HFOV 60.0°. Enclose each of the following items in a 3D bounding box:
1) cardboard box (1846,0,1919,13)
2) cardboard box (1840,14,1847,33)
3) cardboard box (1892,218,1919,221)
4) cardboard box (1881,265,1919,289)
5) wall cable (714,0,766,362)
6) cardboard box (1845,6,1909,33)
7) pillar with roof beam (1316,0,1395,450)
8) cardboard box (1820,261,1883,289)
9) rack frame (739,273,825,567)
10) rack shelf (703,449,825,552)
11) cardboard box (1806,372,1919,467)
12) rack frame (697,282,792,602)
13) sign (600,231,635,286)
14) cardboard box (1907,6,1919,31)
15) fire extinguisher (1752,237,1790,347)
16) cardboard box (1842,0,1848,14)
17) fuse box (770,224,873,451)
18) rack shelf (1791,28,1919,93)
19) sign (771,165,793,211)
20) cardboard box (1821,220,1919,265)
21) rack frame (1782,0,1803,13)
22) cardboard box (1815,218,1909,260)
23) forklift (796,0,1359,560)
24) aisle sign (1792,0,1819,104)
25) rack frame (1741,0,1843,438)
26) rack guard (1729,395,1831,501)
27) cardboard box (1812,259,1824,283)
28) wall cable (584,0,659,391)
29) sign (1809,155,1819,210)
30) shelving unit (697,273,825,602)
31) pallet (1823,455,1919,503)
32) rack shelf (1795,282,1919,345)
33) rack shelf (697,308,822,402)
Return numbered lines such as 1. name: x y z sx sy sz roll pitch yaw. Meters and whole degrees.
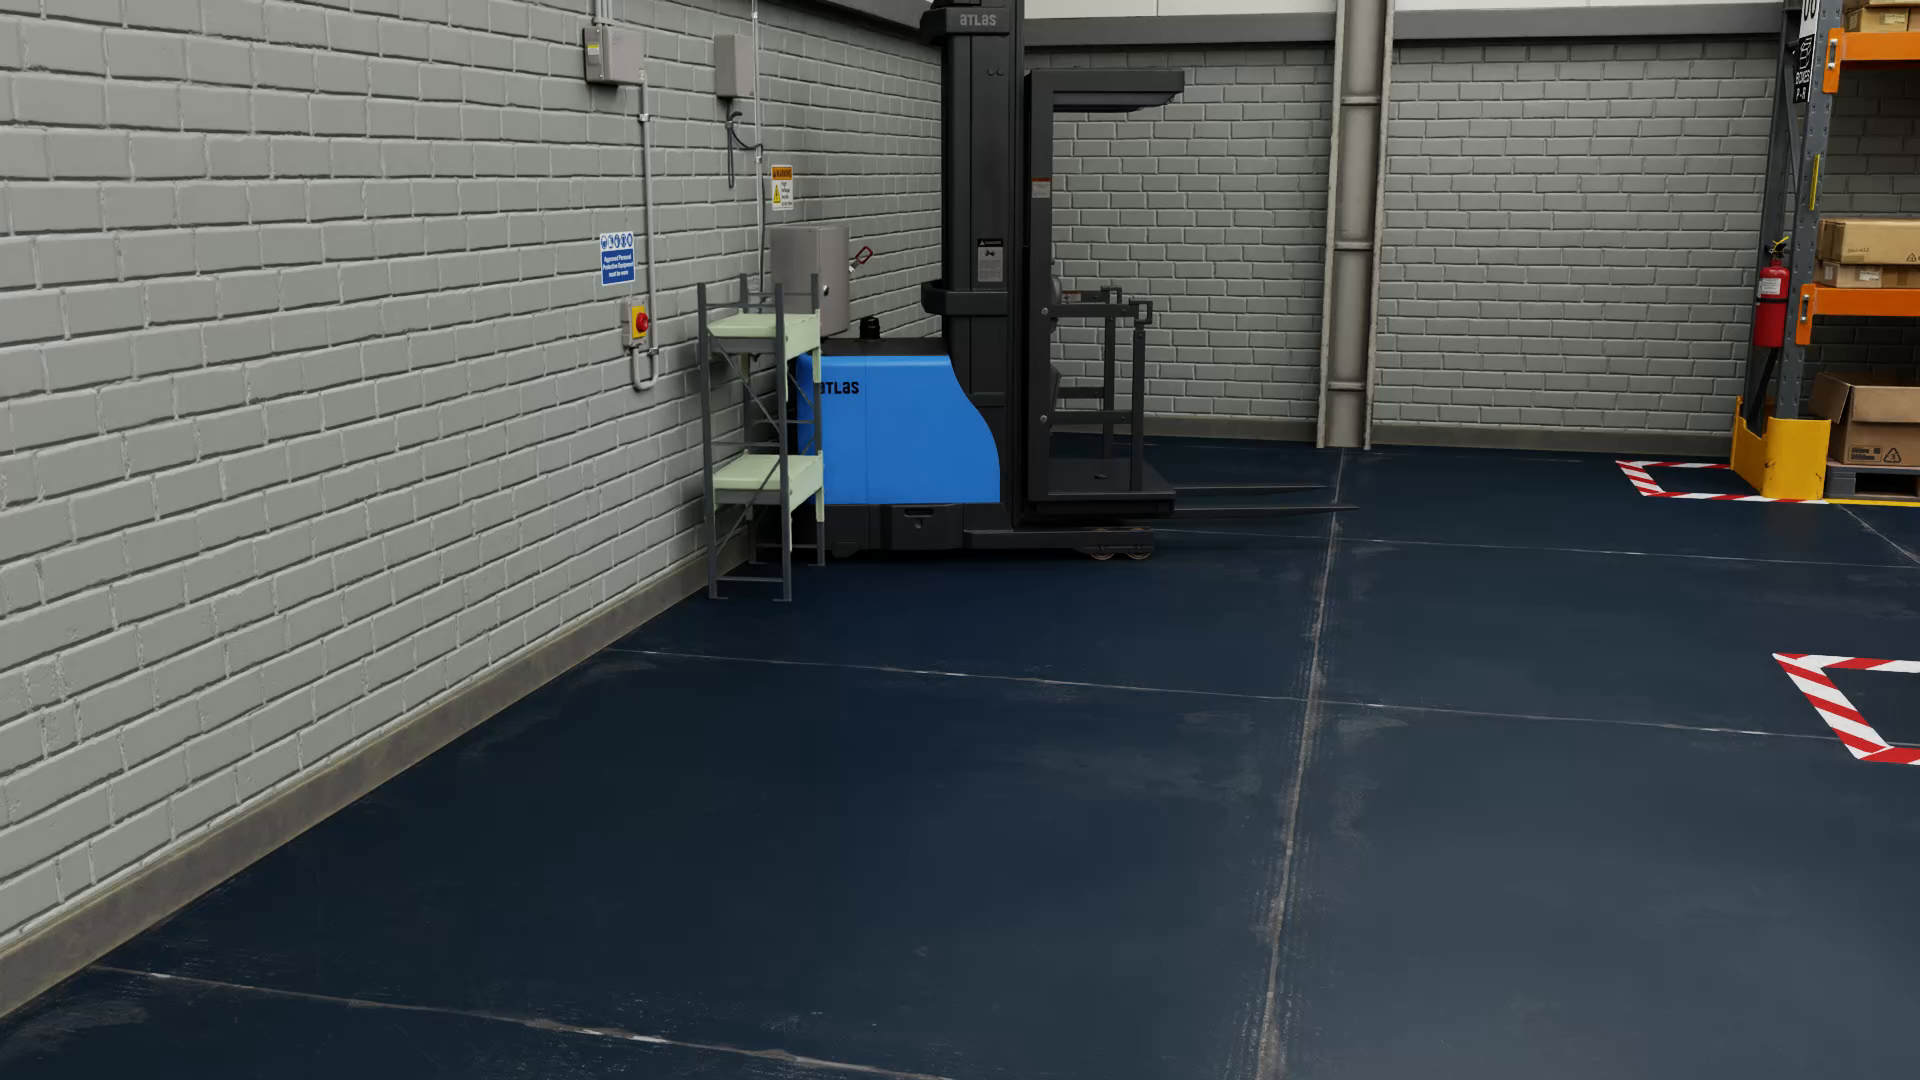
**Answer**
1. cardboard box: 5.633 -3.298 9.907 0.500 0.250 0.500 3 13 13
2. cardboard box: 5.633 -3.216 10.457 0.250 0.149 0.380 3 13 15
3. cardboard box: 6.278 -1.919 10.617 0.500 0.250 0.500 3 13 14
4. cardboard box: 5.779 -1.641 10.285 0.250 0.149 0.380 3 13 15
5. wall cable: -1.070 -1.881 8.439 0.122 1.984 0.588 3 13 14
6. cardboard box: 5.521 -3.118 10.018 0.250 0.149 0.380 3 13 15
7. pillar with roof beam: 1.834 -4.195 7.366 0.400 9.000 9.100 3 13 14
8. cardboard box: 5.521 -1.645 10.301 0.250 0.149 0.380 3 13 13
9. rack frame: -0.903 -0.602 8.479 0.400 1.500 0.023 2 13 8
10. rack shelf: -0.952 -0.205 8.196 0.431 0.370 0.720 2 13 8
11. cardboard box: 5.838 -0.777 10.603 0.637 0.503 0.797 3 13 11
12. rack frame: -1.004 -0.445 7.771 0.400 1.500 0.023 2 13 8
13. sign: -1.469 -1.211 7.141 0.001 0.218 0.327 3 13 14
14. cardboard box: 5.782 -3.110 9.982 0.250 0.149 0.380 3 13 15
15. fire extinguisher: 5.014 -1.533 10.256 0.183 0.674 0.296 3 13 14
16. cardboard box: 5.764 -3.413 10.424 0.500 0.250 0.500 3 13 13
17. fuse box: -0.753 -0.891 9.298 0.414 1.711 0.539 3 13 14
18. rack shelf: 7.209 -2.851 9.896 4.000 0.370 1.077 3 13 14
19. sign: -0.968 -1.922 9.065 0.001 0.242 0.339 3 13 14
20. cardboard box: 5.643 -1.834 10.233 0.500 0.250 0.500 3 13 14
21. rack frame: 5.267 -4.771 9.961 0.127 3.000 1.000 3 13 14
22. cardboard box: 5.778 -1.946 10.739 0.500 0.250 0.500 3 13 15
23. forklift: 0.628 -1.439 8.955 3.031 2.935 1.130 -1 13 -4
24. aisle sign: 5.131 -3.053 10.067 0.004 0.787 0.394 3 13 14
25. rack frame: 5.267 -1.842 10.611 0.127 3.000 1.000 3 13 14
26. rack guard: 5.341 -0.618 10.864 0.348 0.500 1.175 3 13 14
27. cardboard box: 5.653 -1.759 10.815 0.250 0.149 0.380 3 13 13
28. wall cable: -1.398 -1.597 7.088 0.123 1.953 0.585 3 13 14
29. sign: 5.138 -2.150 10.003 0.005 0.325 0.100 3 13 14
30. shelving unit: -0.954 -0.523 8.125 0.431 1.500 0.755 2 13 8
31. pallet: 6.115 -0.435 10.709 1.213 0.211 1.003 3 13 14
32. rack shelf: 7.209 -1.387 10.221 4.000 0.370 1.077 3 13 14
33. rack shelf: -0.955 -0.904 8.041 0.431 0.370 0.720 2 13 8
